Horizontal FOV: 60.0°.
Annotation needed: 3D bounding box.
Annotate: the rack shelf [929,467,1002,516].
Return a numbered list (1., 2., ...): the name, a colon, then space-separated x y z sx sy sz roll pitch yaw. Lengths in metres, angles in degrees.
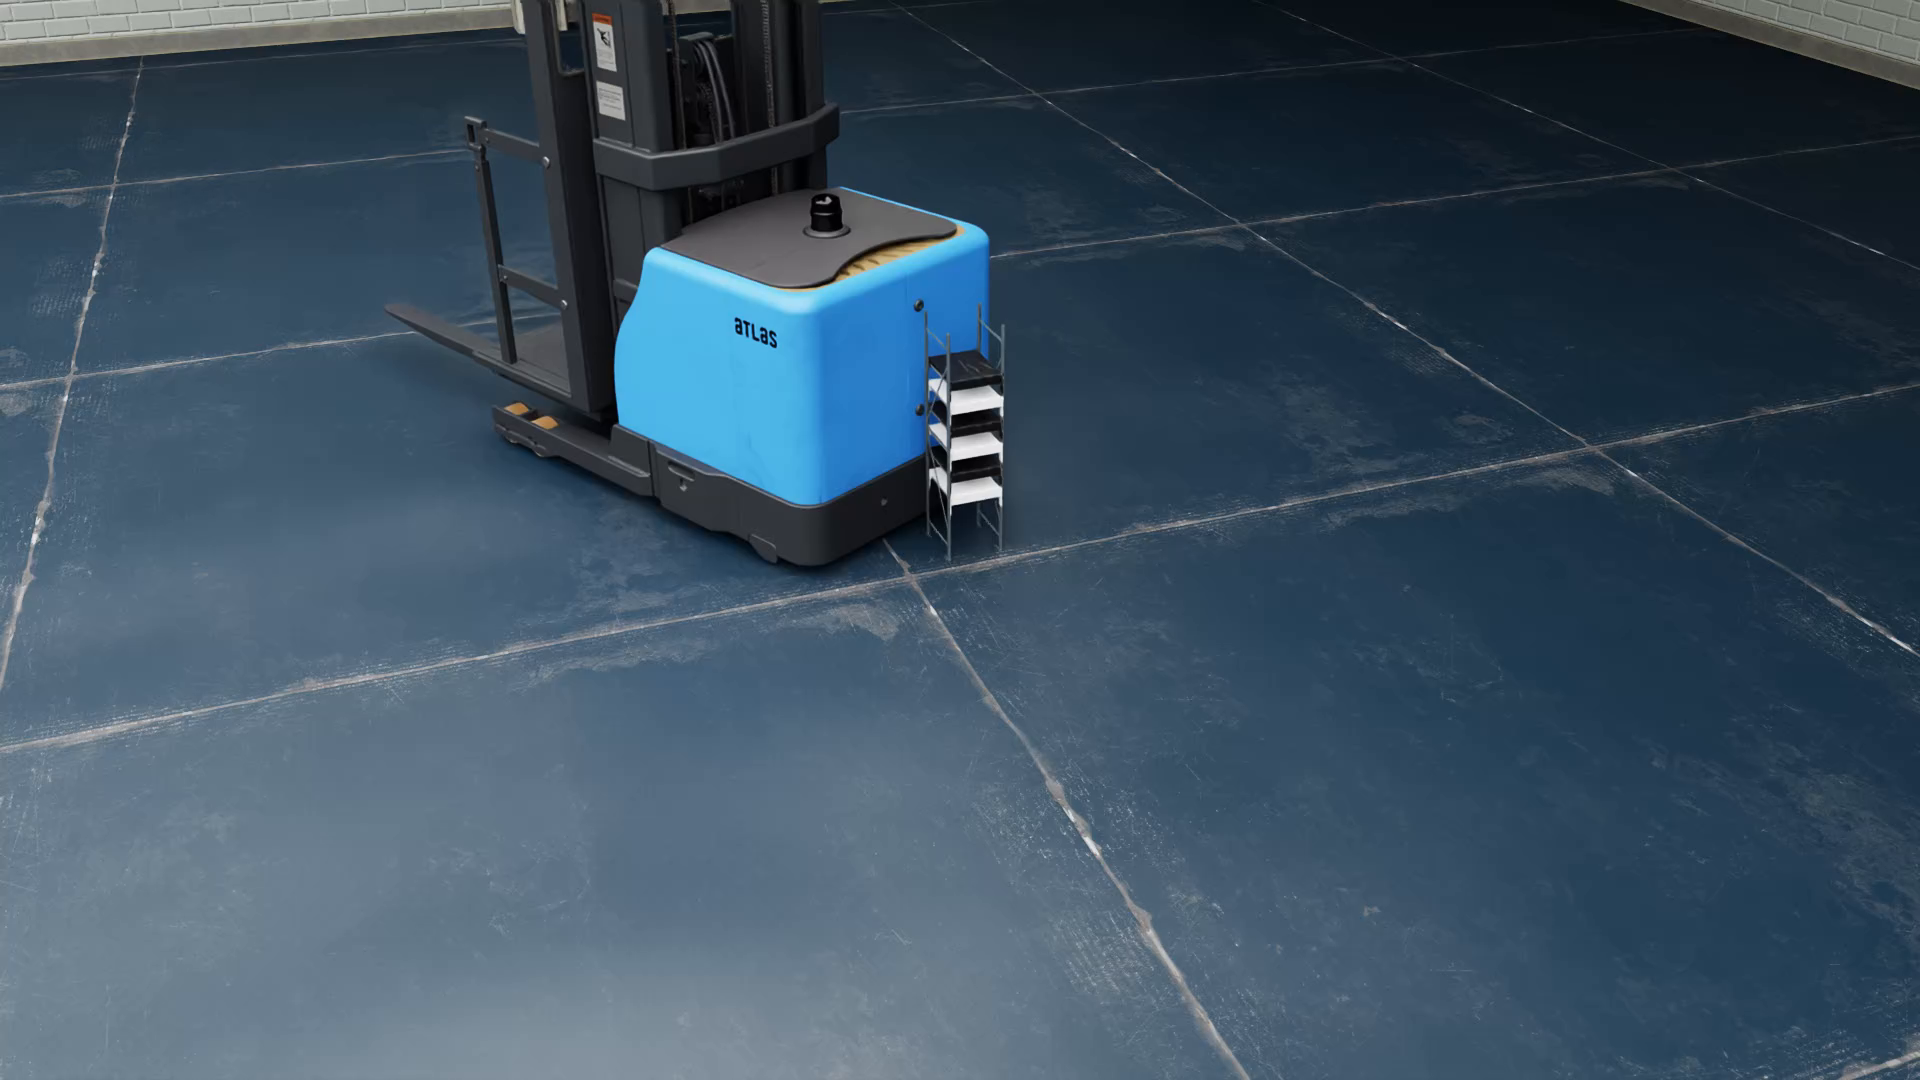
1. rack shelf: 0.015 -0.196 6.116 0.200 0.077 0.258 -11 31 -19

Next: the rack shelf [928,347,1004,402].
1. rack shelf: 0.014 -0.587 5.894 0.200 0.077 0.258 -11 31 -19

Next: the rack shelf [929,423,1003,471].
1. rack shelf: 0.015 -0.353 6.027 0.200 0.077 0.258 -11 31 -19

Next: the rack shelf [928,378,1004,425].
1. rack shelf: 0.014 -0.509 5.938 0.200 0.077 0.258 -11 31 -19

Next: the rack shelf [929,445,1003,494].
1. rack shelf: 0.015 -0.275 6.072 0.200 0.077 0.258 -11 31 -19

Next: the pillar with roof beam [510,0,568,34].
1. pillar with roof beam: -1.930 -6.103 7.871 0.400 9.000 9.100 -10 31 -18

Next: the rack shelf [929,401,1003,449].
1. rack shelf: 0.015 -0.431 5.983 0.200 0.077 0.258 -11 31 -19

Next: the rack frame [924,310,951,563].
1. rack frame: -0.080 -0.363 5.978 0.006 0.900 0.240 -11 31 -19

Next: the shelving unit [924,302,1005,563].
1. shelving unit: 0.015 -0.382 6.011 0.210 0.900 0.258 -11 31 -19

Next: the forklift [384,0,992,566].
1. forklift: -1.314 -1.786 6.425 3.031 2.935 1.130 24 37 35

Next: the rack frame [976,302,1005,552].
1. rack frame: 0.109 -0.400 6.043 0.006 0.900 0.240 -11 31 -19
